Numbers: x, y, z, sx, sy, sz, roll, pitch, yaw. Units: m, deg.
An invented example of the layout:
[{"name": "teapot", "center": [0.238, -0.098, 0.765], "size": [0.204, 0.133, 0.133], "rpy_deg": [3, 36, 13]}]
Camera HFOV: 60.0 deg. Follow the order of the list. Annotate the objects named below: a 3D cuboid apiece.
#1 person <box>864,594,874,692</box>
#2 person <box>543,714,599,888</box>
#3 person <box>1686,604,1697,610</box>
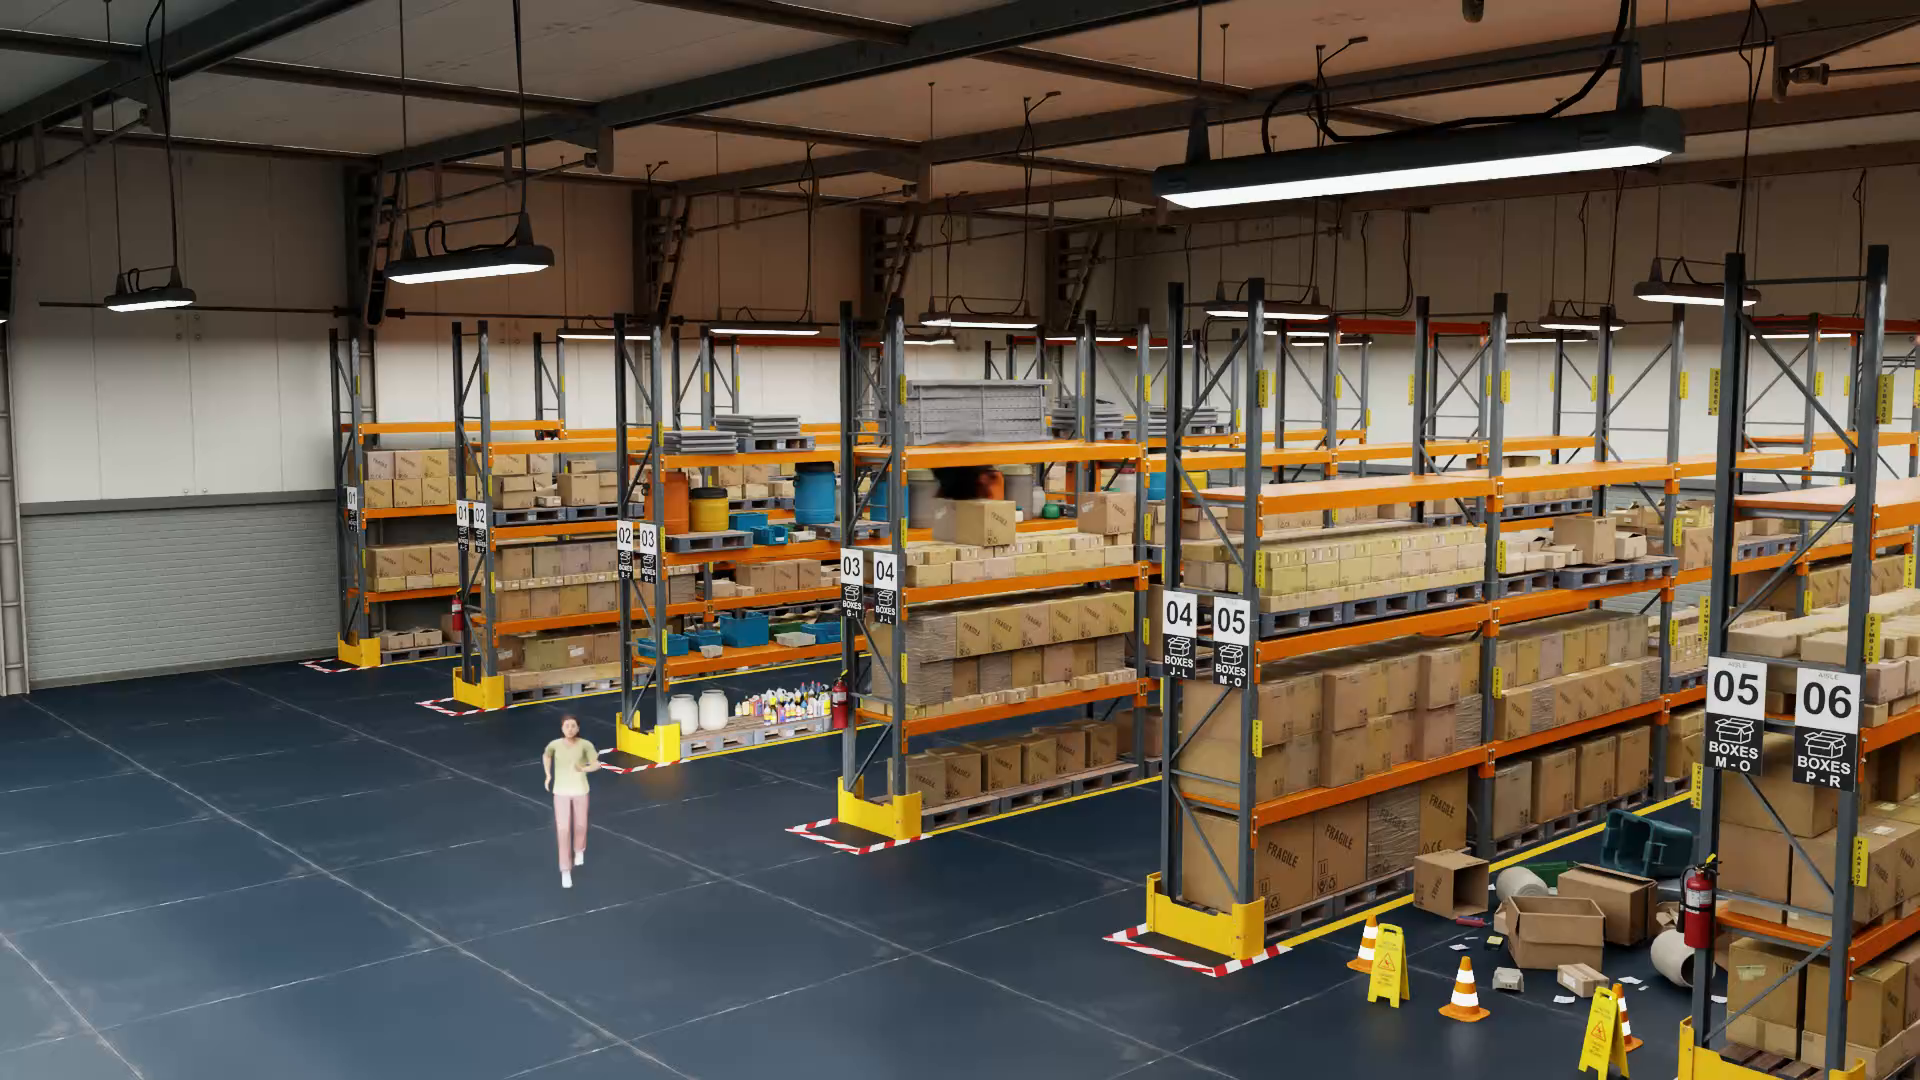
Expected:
[{"name": "person", "center": [-1.373, 1.602, 27.456], "size": [0.596, 1.740, 0.720], "rpy_deg": [5, 8, 43]}, {"name": "person", "center": [-3.992, 2.625, 17.109], "size": [0.563, 1.680, 0.922], "rpy_deg": [-1, 6, -13]}, {"name": "person", "center": [11.435, 1.800, 26.033], "size": [0.643, 1.619, 0.582], "rpy_deg": [-4, 7, -38]}]
